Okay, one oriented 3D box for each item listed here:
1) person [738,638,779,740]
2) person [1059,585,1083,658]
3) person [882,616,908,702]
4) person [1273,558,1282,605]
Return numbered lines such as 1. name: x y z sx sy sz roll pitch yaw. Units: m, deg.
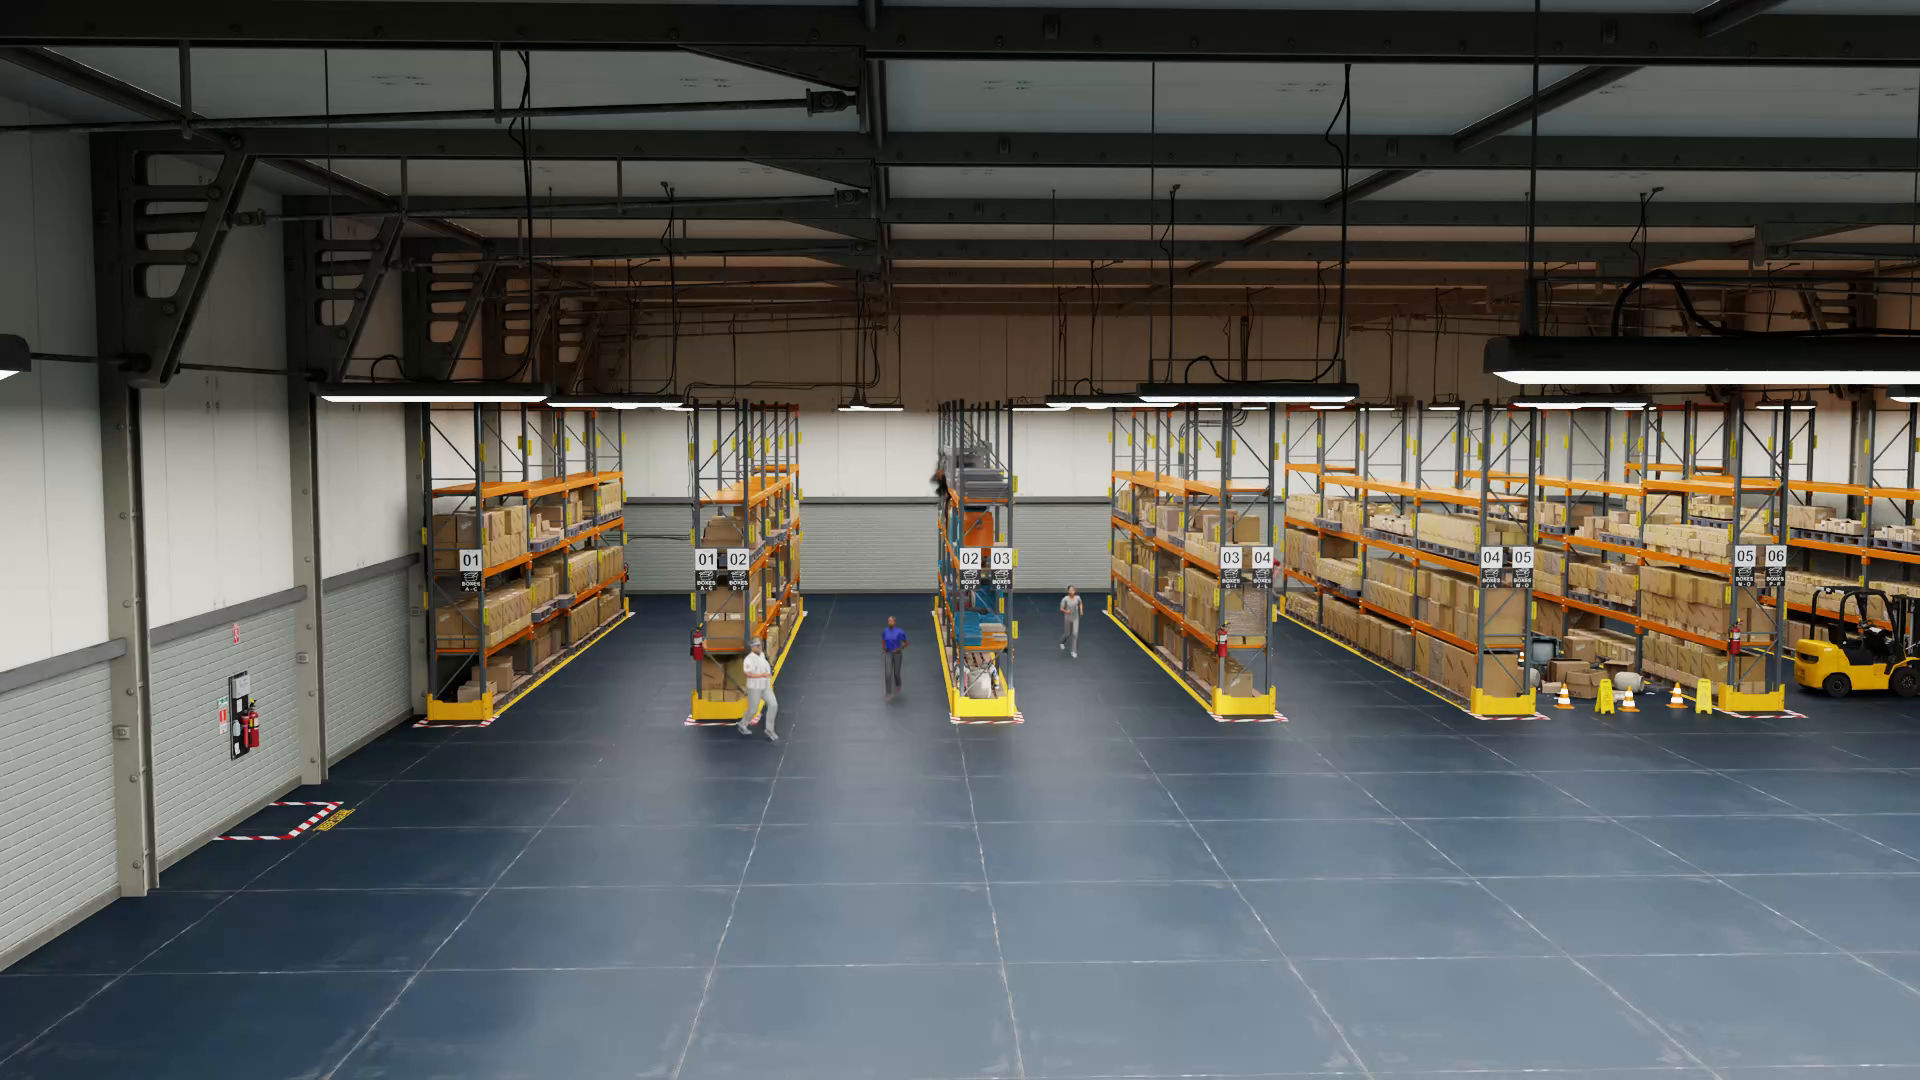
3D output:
1. person: -3.566 2.632 29.394 0.802 1.821 0.668 4 6 39
2. person: 2.636 1.900 39.454 0.577 1.674 0.947 -1 4 -9
3. person: -1.316 2.360 33.459 0.574 1.695 0.814 1 4 9
4. person: 9.111 1.160 48.810 0.938 1.760 0.724 -2 5 -23
